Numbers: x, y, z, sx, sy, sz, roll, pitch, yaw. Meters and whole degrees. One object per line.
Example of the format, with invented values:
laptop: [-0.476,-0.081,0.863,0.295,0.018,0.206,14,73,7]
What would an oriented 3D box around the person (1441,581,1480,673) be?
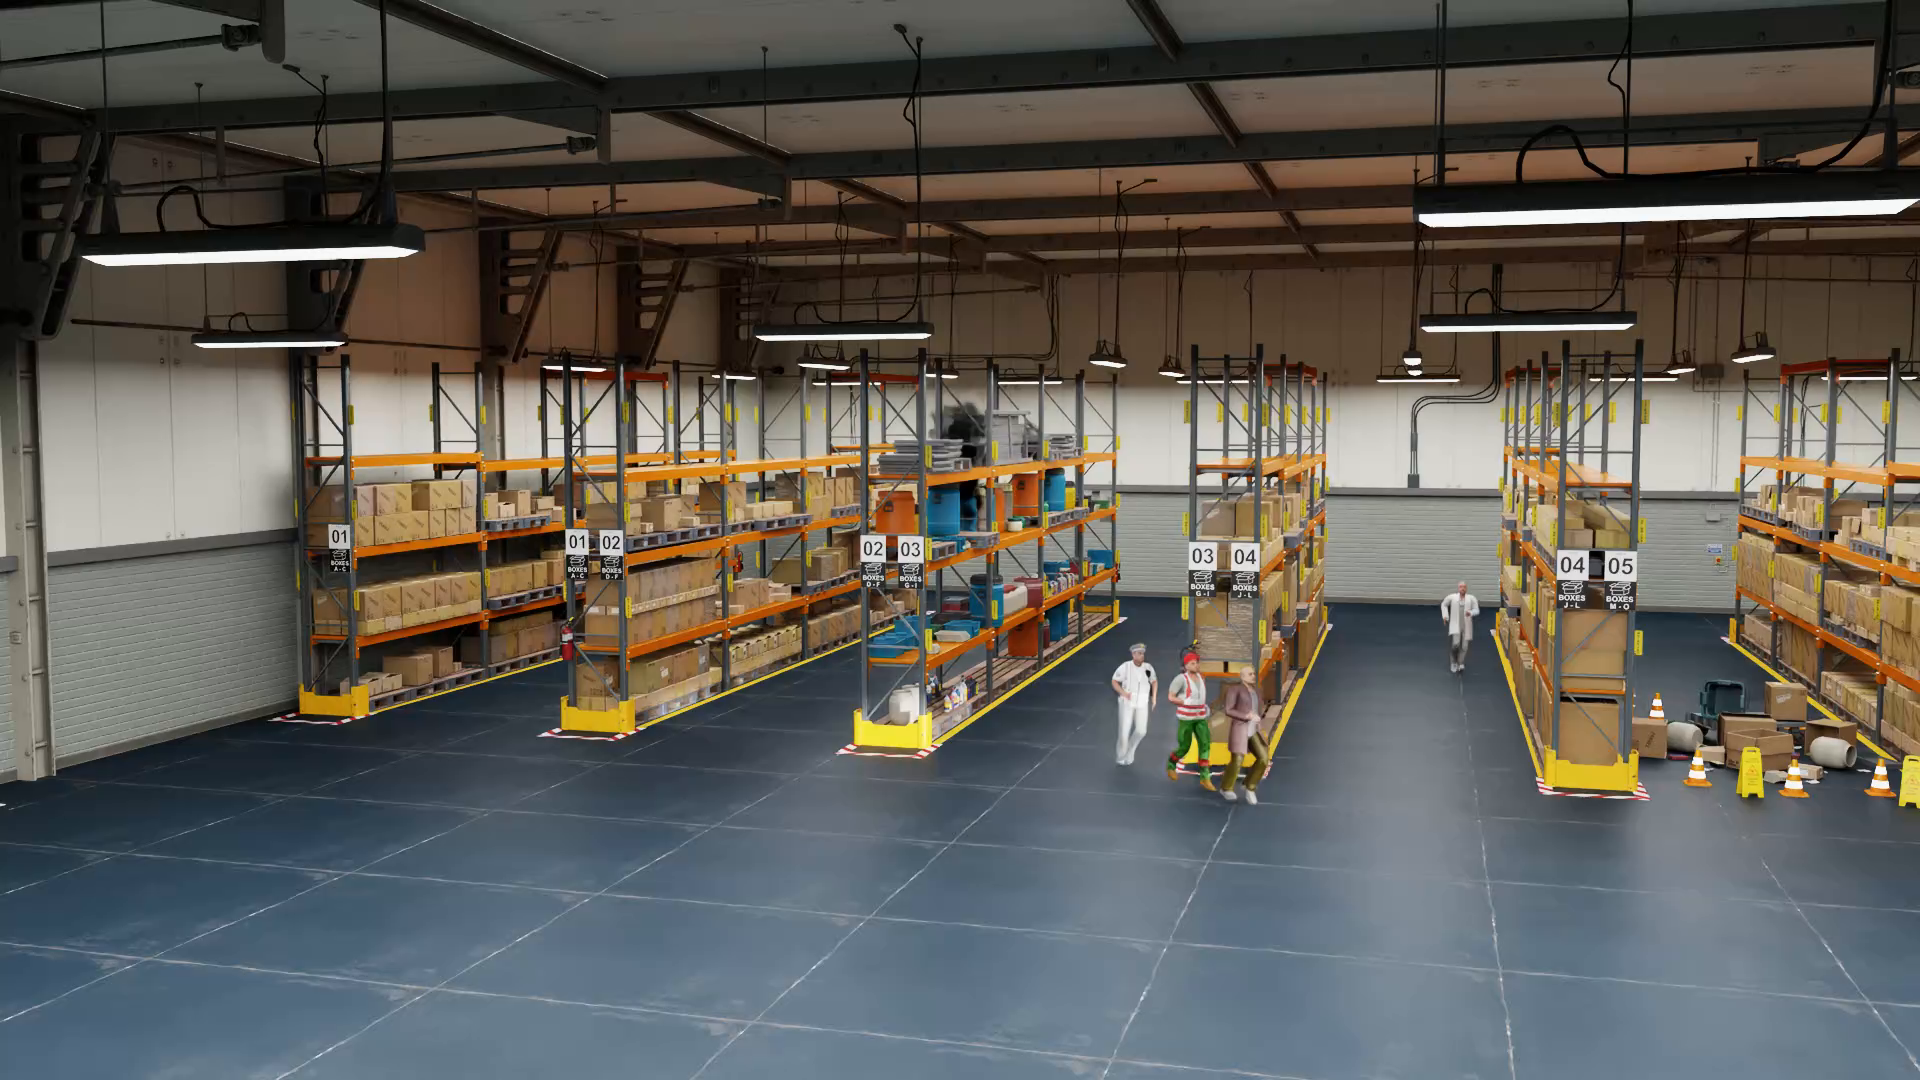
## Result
person: [9.726,1.723,32.296,0.684,1.744,0.761,1,4,9]

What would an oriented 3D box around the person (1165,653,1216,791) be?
person: [3.095,2.419,22.335,0.660,1.803,0.879,-2,5,-27]

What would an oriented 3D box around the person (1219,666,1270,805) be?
person: [3.699,2.515,21.456,0.677,1.792,0.777,-2,5,-28]

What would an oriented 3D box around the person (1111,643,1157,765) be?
person: [2.519,2.348,23.789,0.712,1.746,0.590,-1,4,-8]
